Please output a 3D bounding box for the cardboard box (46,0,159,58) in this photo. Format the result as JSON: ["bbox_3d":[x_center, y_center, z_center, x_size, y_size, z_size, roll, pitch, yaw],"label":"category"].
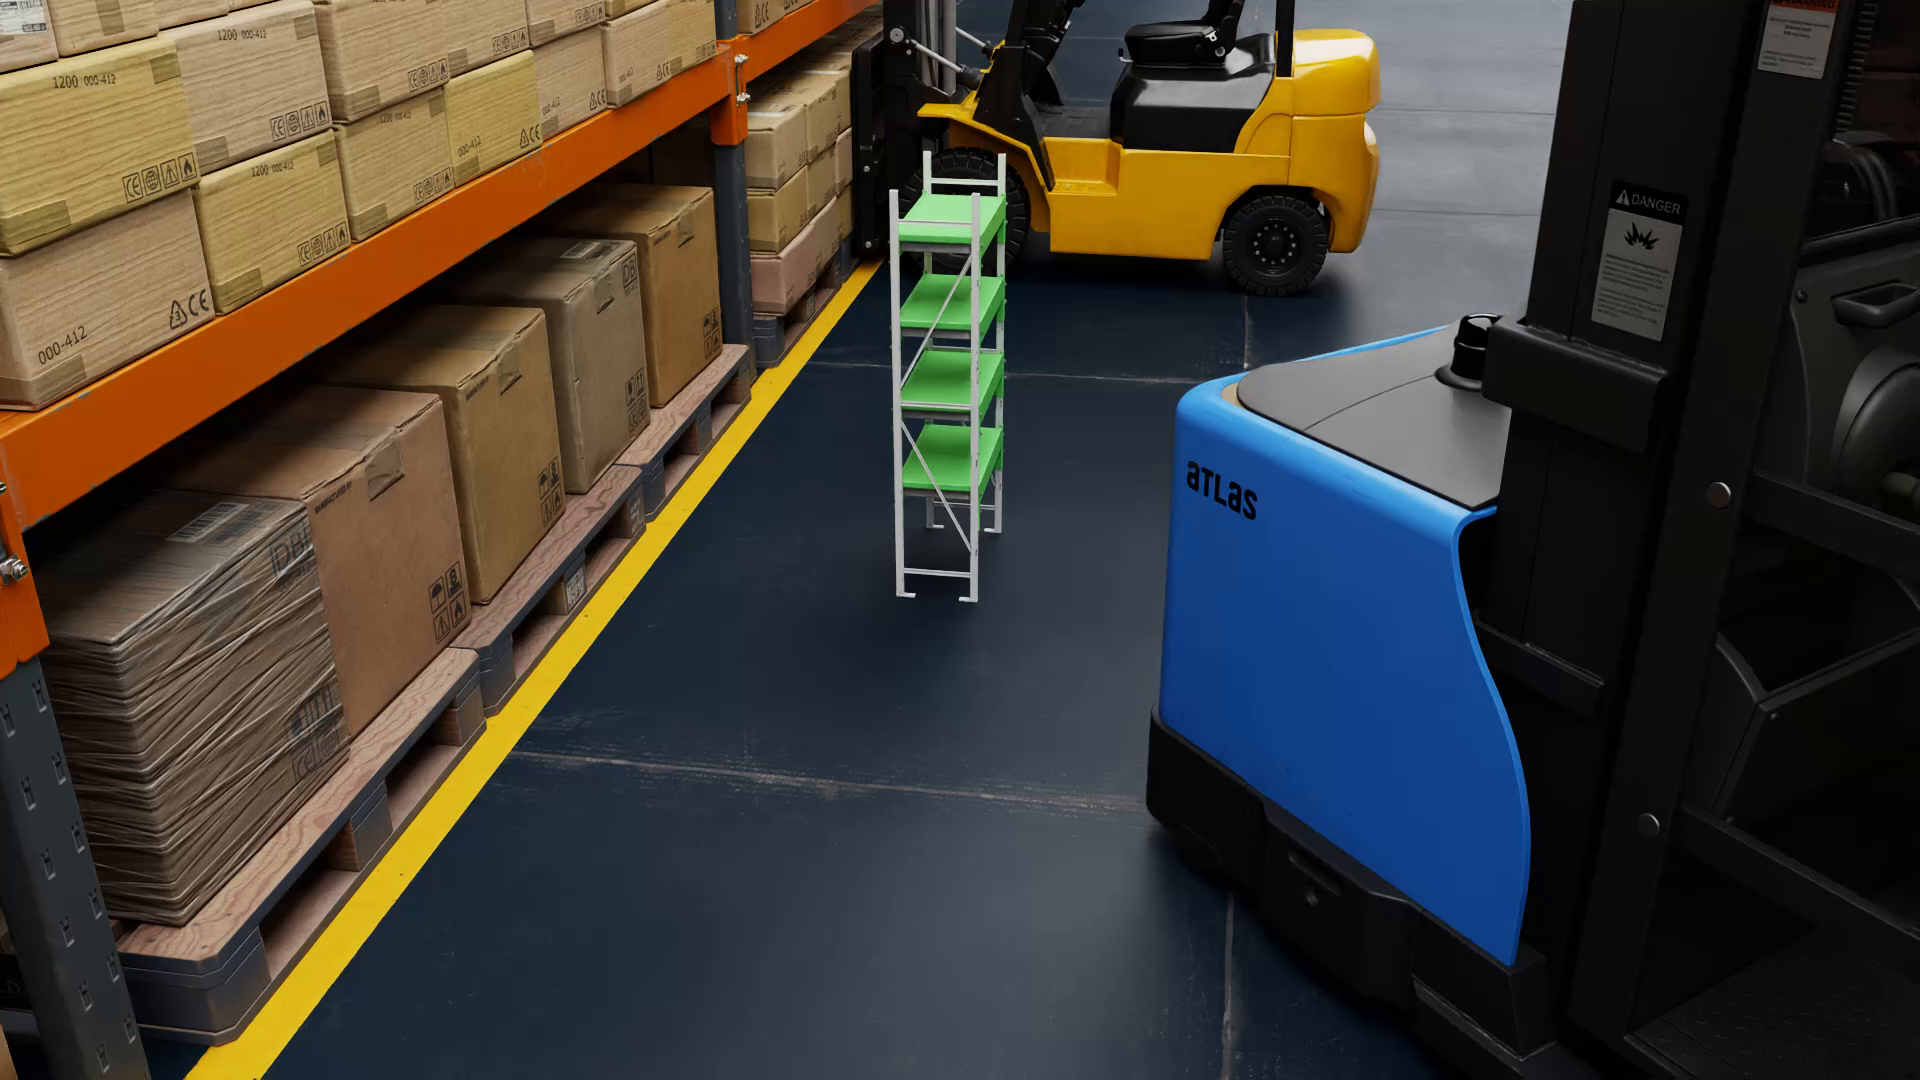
[{"bbox_3d":[-1.578,-0.895,2.742,0.380,0.149,0.250,5,25,10],"label":"cardboard box"}]

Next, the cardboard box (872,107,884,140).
[{"bbox_3d":[-0.668,-1.988,8.118,0.500,0.250,0.500,4,25,8],"label":"cardboard box"}]

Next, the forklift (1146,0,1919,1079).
[{"bbox_3d":[1.636,-0.249,2.325,1.130,2.935,3.031,-15,29,-29],"label":"forklift"}]

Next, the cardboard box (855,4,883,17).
[{"bbox_3d":[-0.423,-2.861,9.393,0.500,0.250,0.500,5,26,10],"label":"cardboard box"}]

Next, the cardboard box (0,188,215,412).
[{"bbox_3d":[-1.649,-0.433,2.813,0.500,0.250,0.500,4,25,9],"label":"cardboard box"}]

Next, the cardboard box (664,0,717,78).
[{"bbox_3d":[-1.133,-1.708,5.537,0.500,0.250,0.500,5,25,10],"label":"cardboard box"}]

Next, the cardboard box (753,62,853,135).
[{"bbox_3d":[-0.757,-2.005,7.564,0.500,0.250,0.500,5,26,10],"label":"cardboard box"}]

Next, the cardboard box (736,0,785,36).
[{"bbox_3d":[-0.979,-2.218,6.331,0.500,0.500,0.500,3,25,7],"label":"cardboard box"}]

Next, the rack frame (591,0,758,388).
[{"bbox_3d":[-1.309,-2.005,5.995,1.000,3.000,0.127,4,25,9],"label":"rack frame"}]

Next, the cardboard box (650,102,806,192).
[{"bbox_3d":[-0.920,-1.583,6.662,0.500,0.250,0.500,4,25,8],"label":"cardboard box"}]

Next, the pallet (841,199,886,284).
[{"bbox_3d":[-0.941,-1.583,8.383,1.003,0.211,1.213,4,25,9],"label":"pallet"}]

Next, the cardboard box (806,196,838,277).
[{"bbox_3d":[-0.835,-1.342,7.328,0.500,0.250,0.500,3,25,7],"label":"cardboard box"}]

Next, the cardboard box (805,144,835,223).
[{"bbox_3d":[-0.845,-1.568,7.219,0.500,0.250,0.500,4,25,8],"label":"cardboard box"}]

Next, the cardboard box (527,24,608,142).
[{"bbox_3d":[-1.321,-1.292,4.648,0.500,0.250,0.500,4,25,9],"label":"cardboard box"}]

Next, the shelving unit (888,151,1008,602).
[{"bbox_3d":[-0.027,-0.474,4.848,0.258,1.200,0.503,4,25,9],"label":"shelving unit"}]

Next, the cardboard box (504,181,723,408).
[{"bbox_3d":[-1.383,-0.900,5.941,0.875,0.625,0.625,5,26,11],"label":"cardboard box"}]

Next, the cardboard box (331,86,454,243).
[{"bbox_3d":[-1.485,-0.858,3.723,0.500,0.250,0.500,3,25,7],"label":"cardboard box"}]

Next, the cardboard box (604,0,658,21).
[{"bbox_3d":[-1.214,-1.725,4.983,0.500,0.250,0.500,3,25,7],"label":"cardboard box"}]

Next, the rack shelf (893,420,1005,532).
[{"bbox_3d":[-0.027,-0.199,4.977,0.258,0.148,0.480,4,25,9],"label":"rack shelf"}]

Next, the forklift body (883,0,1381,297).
[{"bbox_3d":[0.835,-2.374,7.784,2.313,2.155,1.214,4,25,9],"label":"forklift body"}]

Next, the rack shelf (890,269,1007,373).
[{"bbox_3d":[-0.027,-0.634,4.773,0.258,0.148,0.480,4,25,9],"label":"rack shelf"}]

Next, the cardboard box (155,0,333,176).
[{"bbox_3d":[-1.566,-0.868,3.154,0.500,0.250,0.500,5,26,10],"label":"cardboard box"}]

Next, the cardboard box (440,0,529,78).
[{"bbox_3d":[-1.404,-1.301,4.079,0.500,0.250,0.500,4,25,9],"label":"cardboard box"}]

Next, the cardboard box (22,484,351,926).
[{"bbox_3d":[-1.847,0.294,3.390,0.875,0.625,0.625,5,26,10],"label":"cardboard box"}]

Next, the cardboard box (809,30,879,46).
[{"bbox_3d":[-0.573,-2.436,8.484,0.500,0.250,0.500,4,25,9],"label":"cardboard box"}]

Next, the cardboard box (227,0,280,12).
[{"bbox_3d":[-1.531,-1.115,3.211,0.380,0.149,0.250,4,25,9],"label":"cardboard box"}]

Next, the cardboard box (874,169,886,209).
[{"bbox_3d":[-0.664,-1.769,8.240,0.500,0.250,0.500,5,26,10],"label":"cardboard box"}]

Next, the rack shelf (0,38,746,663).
[{"bbox_3d":[-1.636,-0.842,4.360,1.077,0.370,4.000,4,25,9],"label":"rack shelf"}]

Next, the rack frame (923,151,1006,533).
[{"bbox_3d":[0.013,-0.576,5.066,0.240,1.200,0.015,4,25,9],"label":"rack frame"}]

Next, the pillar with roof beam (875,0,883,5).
[{"bbox_3d":[3.570,-8.377,12.532,9.100,9.000,0.400,4,25,9],"label":"pillar with roof beam"}]

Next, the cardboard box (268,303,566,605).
[{"bbox_3d":[-1.638,-0.262,4.577,0.875,0.625,0.625,3,25,6],"label":"cardboard box"}]

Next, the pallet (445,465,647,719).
[{"bbox_3d":[-1.588,0.081,4.828,1.003,0.211,1.213,4,25,9],"label":"pallet"}]
